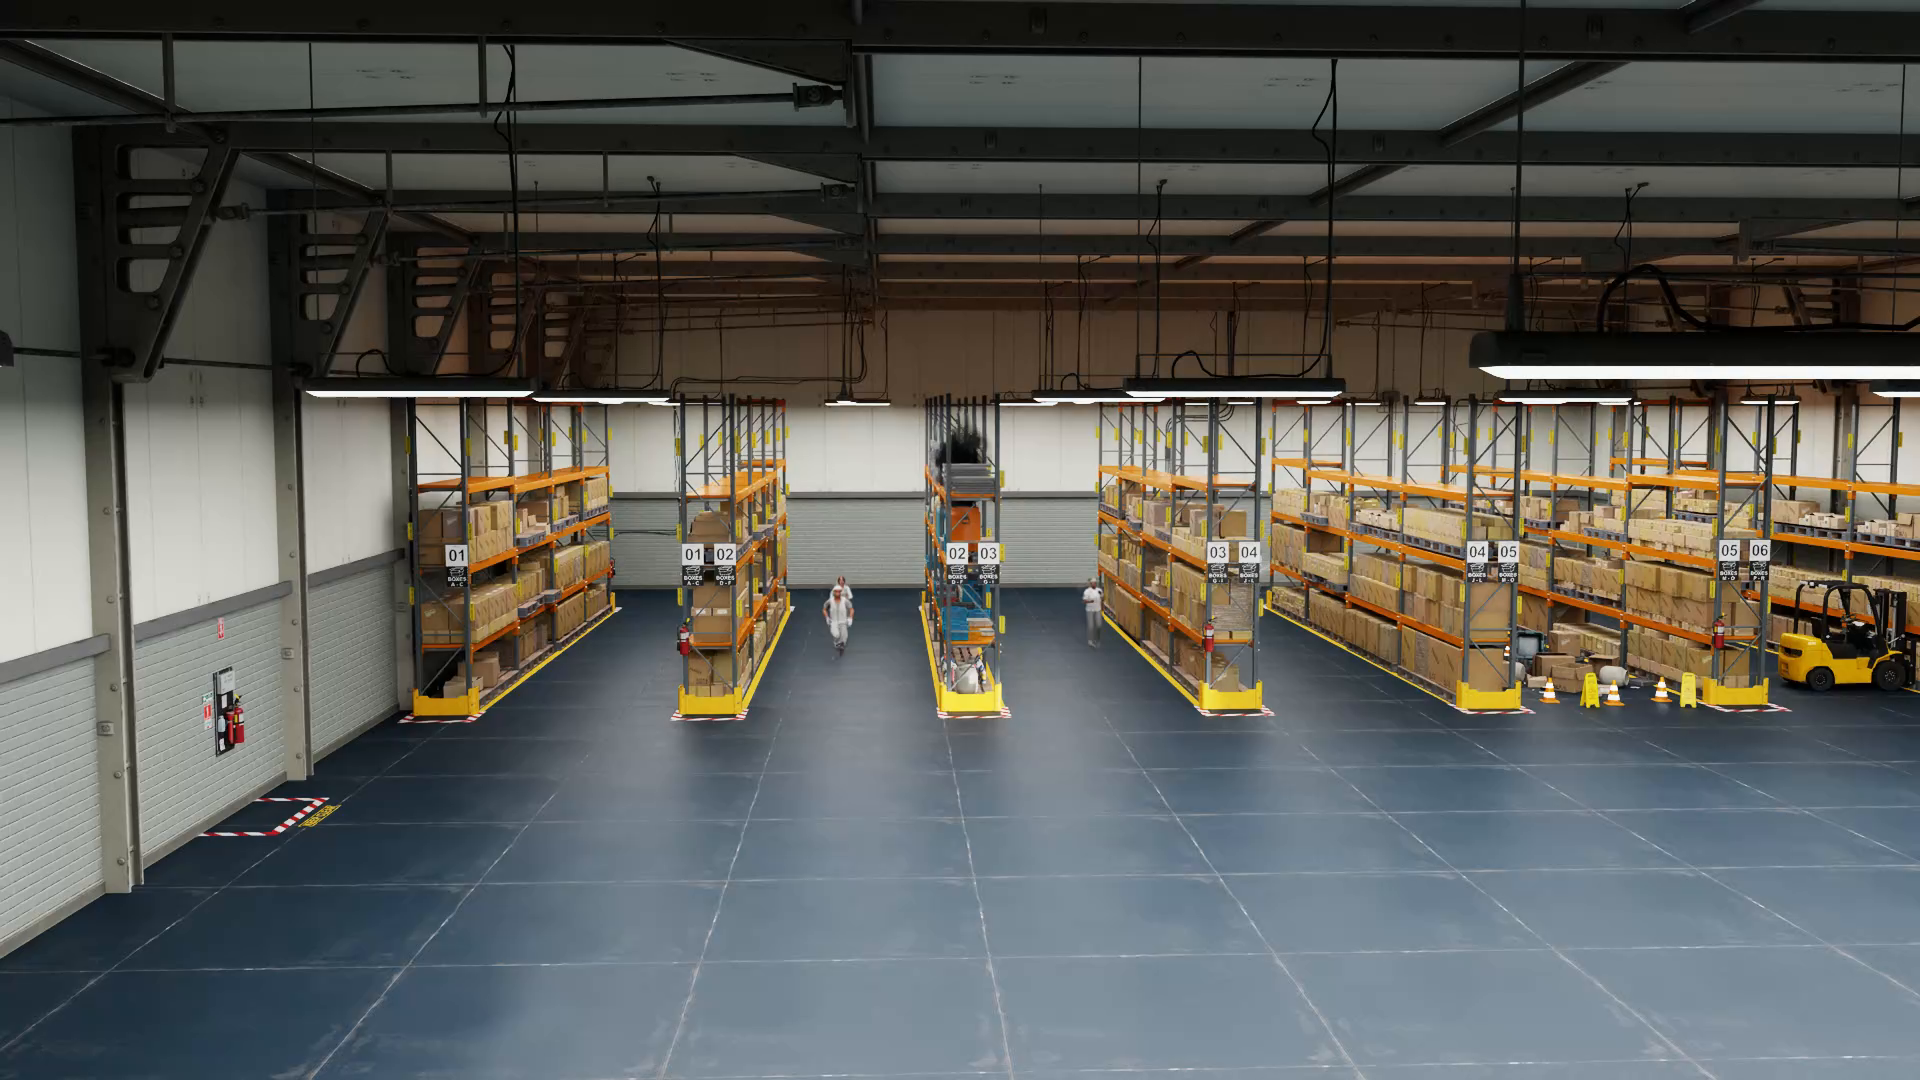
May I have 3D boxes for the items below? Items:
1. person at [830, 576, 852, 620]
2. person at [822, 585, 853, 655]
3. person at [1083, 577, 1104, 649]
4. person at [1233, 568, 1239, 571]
[{"bbox_3d":[-2.914,1.675,40.877,0.531,1.591,0.883,-1,5,-11],"label":"person"},{"bbox_3d":[-2.753,1.834,37.526,0.702,1.636,0.787,-1,5,-8],"label":"person"},{"bbox_3d":[3.212,1.741,39.807,0.558,1.747,0.698,-1,5,-7],"label":"person"},{"bbox_3d":[7.683,1.204,47.215,0.658,1.638,0.742,1,5,10],"label":"person"}]
